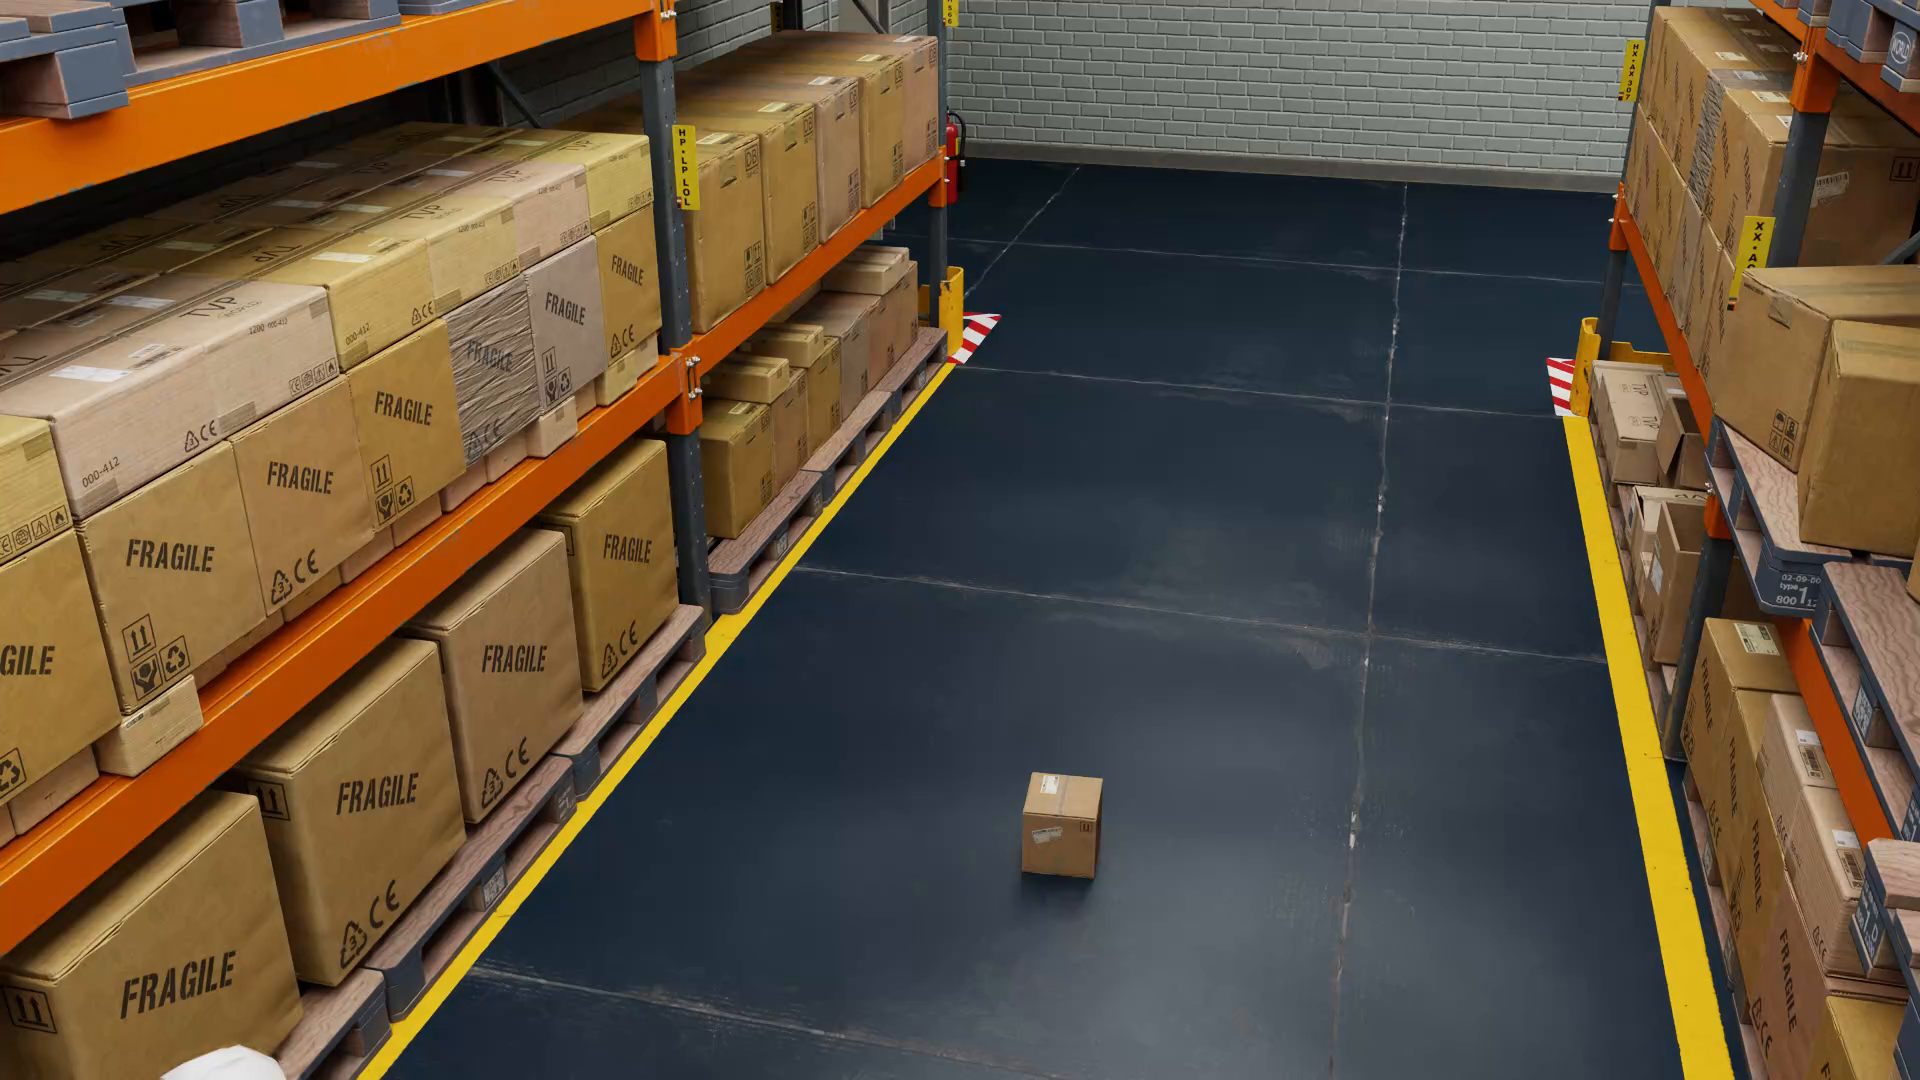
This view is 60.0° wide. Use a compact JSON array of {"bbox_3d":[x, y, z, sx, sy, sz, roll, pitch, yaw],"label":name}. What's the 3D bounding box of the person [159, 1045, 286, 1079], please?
[{"bbox_3d":[-1.125,1.596,2.676,0.548,1.743,1.036,10,27,21],"label":"person"}]
